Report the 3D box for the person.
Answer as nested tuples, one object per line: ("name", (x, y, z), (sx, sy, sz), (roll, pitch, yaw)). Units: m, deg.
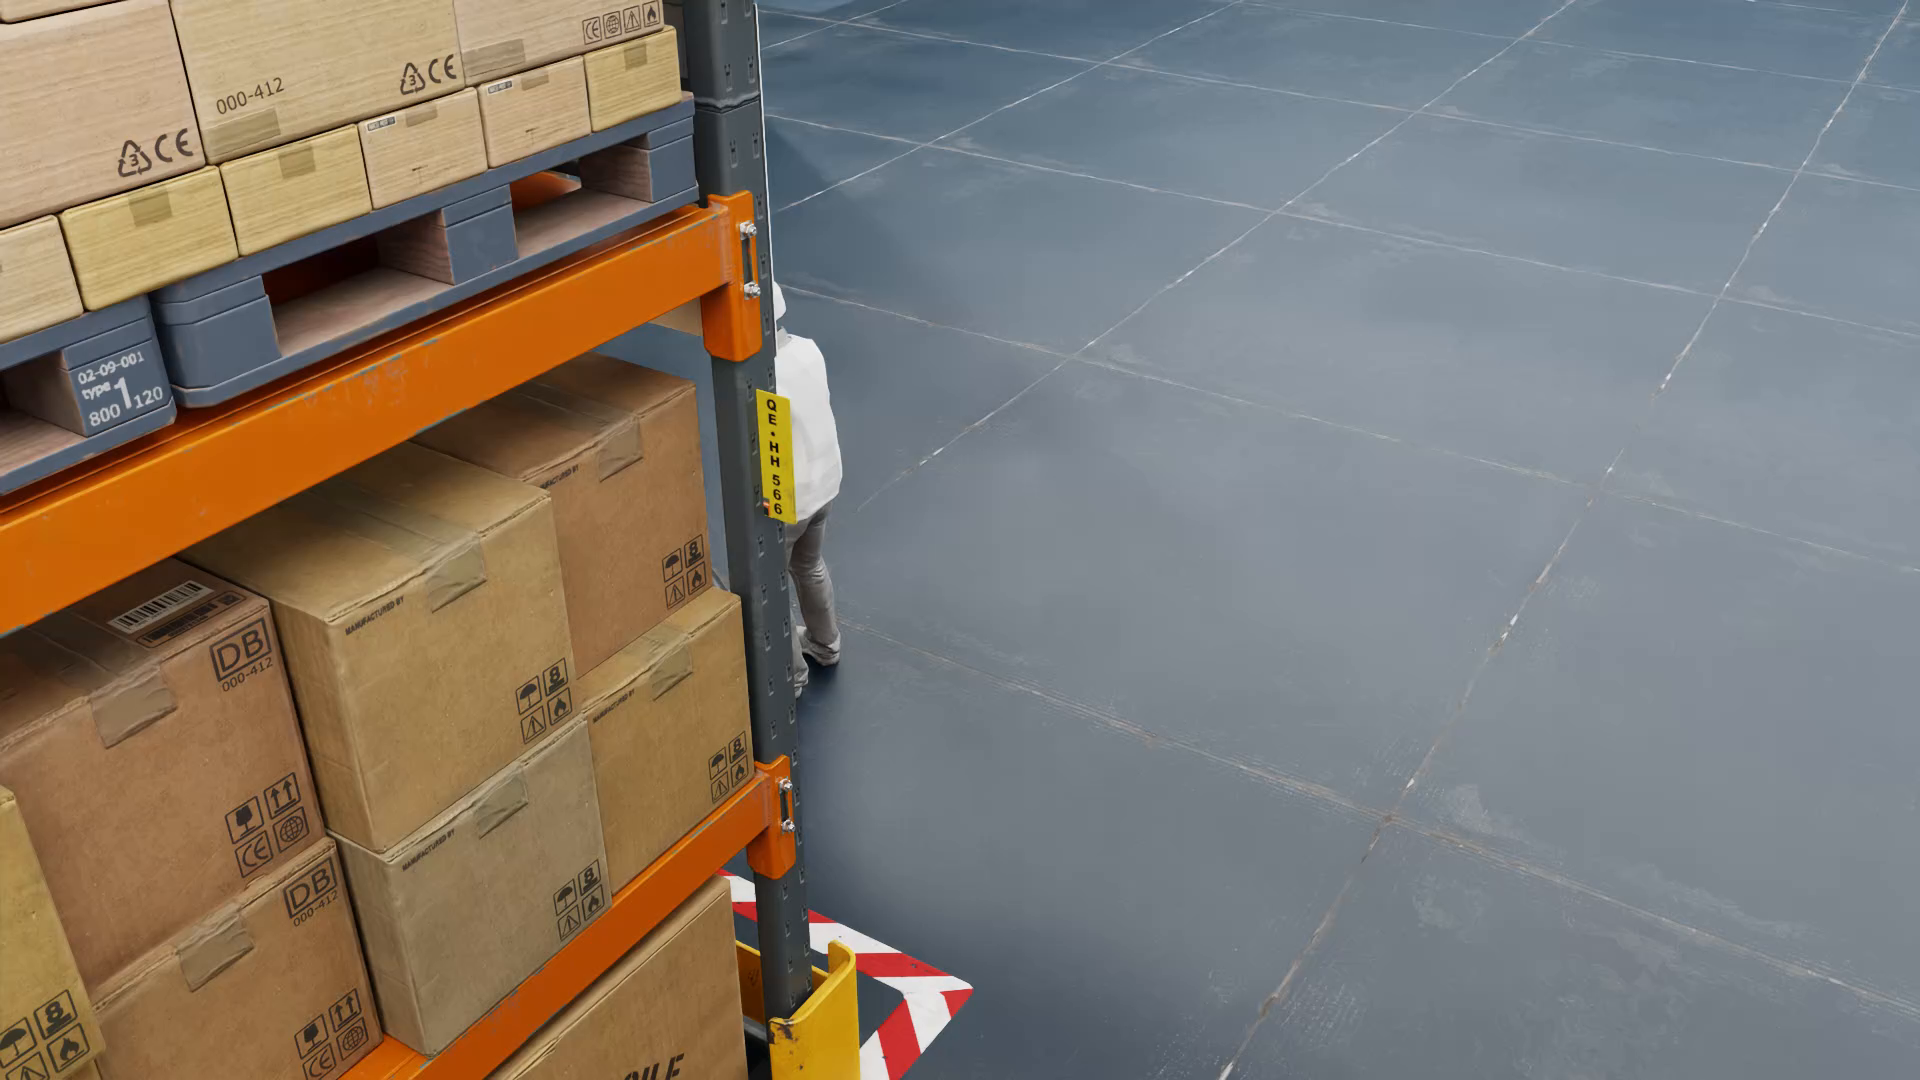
("person", (-0.700, -0.197, 6.440), (0.458, 1.773, 0.591), (16, 34, 25))
